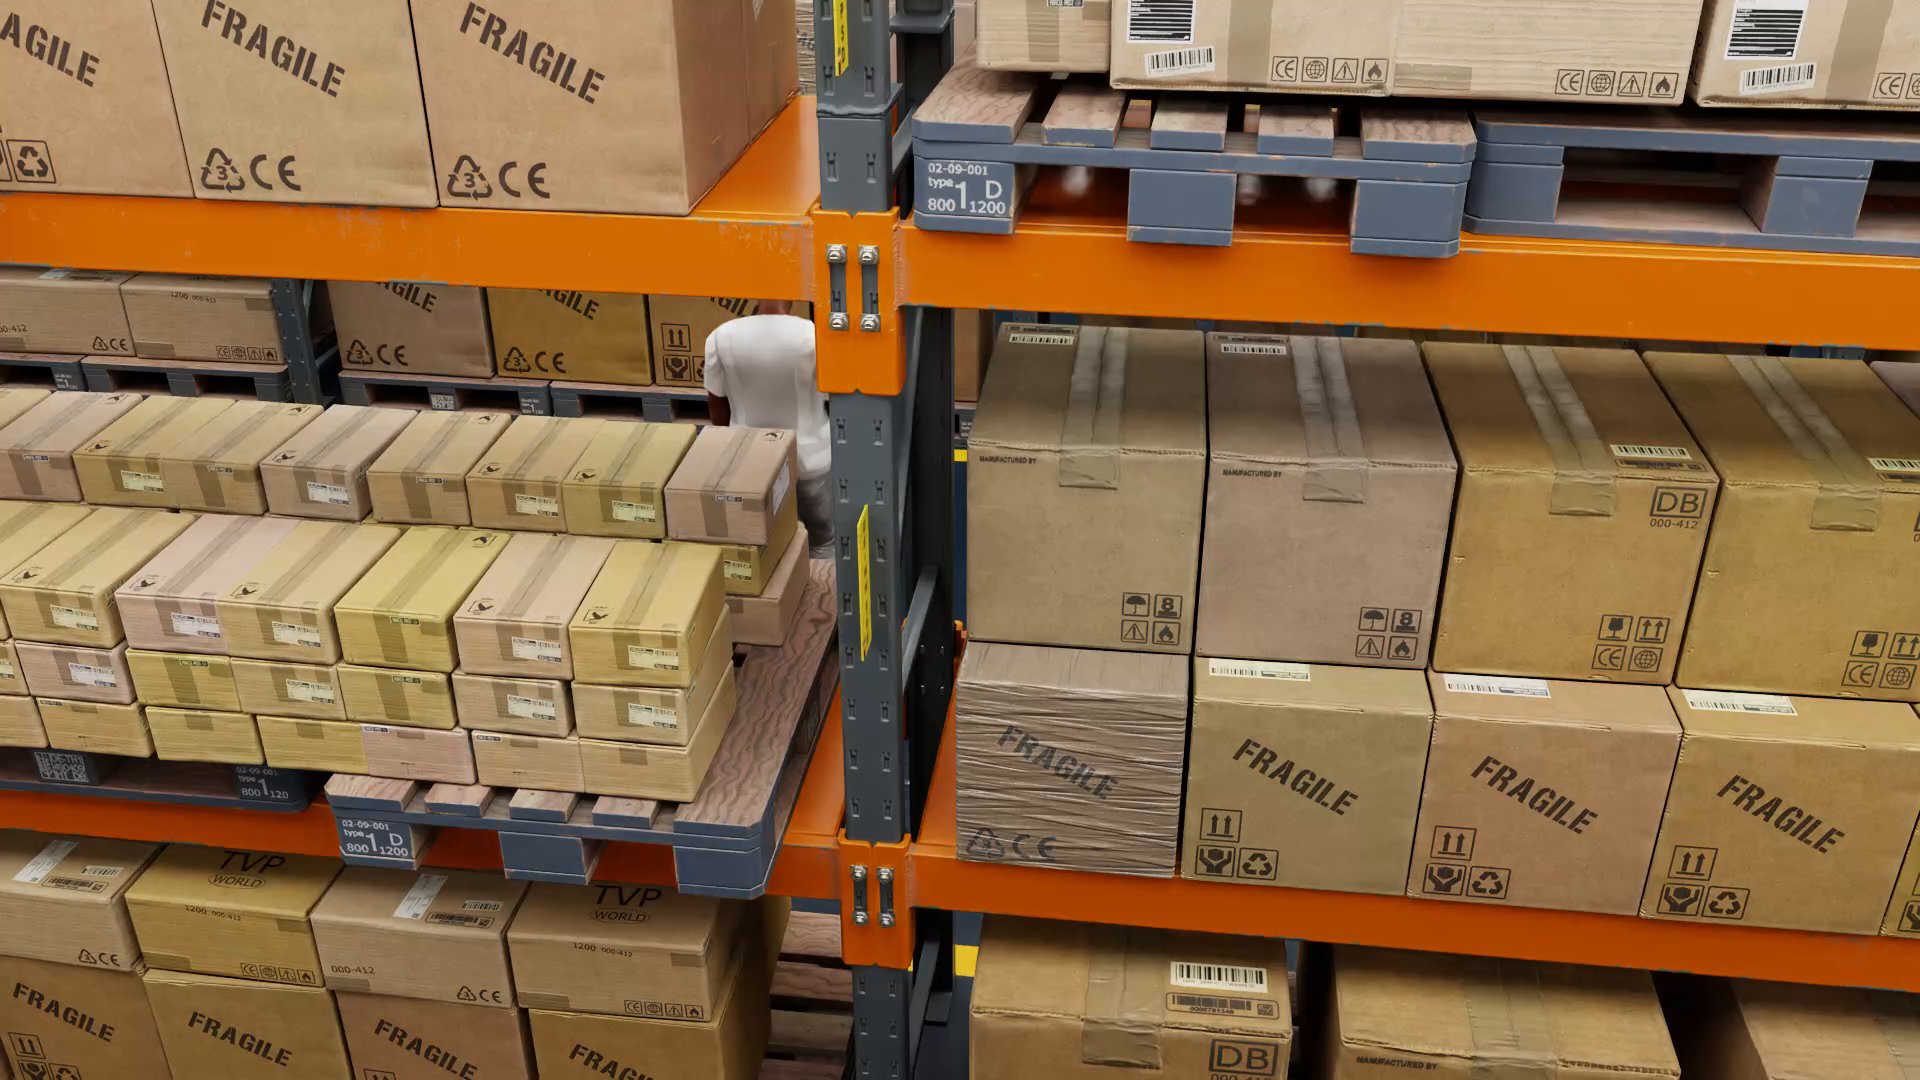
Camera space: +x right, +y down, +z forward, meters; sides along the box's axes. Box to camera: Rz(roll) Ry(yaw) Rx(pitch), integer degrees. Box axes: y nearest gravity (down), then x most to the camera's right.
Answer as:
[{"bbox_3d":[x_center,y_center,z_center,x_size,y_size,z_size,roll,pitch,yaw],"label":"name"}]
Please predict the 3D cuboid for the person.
[{"bbox_3d":[-0.722,-0.340,6.769,0.584,1.732,0.422,4,28,7],"label":"person"}]
